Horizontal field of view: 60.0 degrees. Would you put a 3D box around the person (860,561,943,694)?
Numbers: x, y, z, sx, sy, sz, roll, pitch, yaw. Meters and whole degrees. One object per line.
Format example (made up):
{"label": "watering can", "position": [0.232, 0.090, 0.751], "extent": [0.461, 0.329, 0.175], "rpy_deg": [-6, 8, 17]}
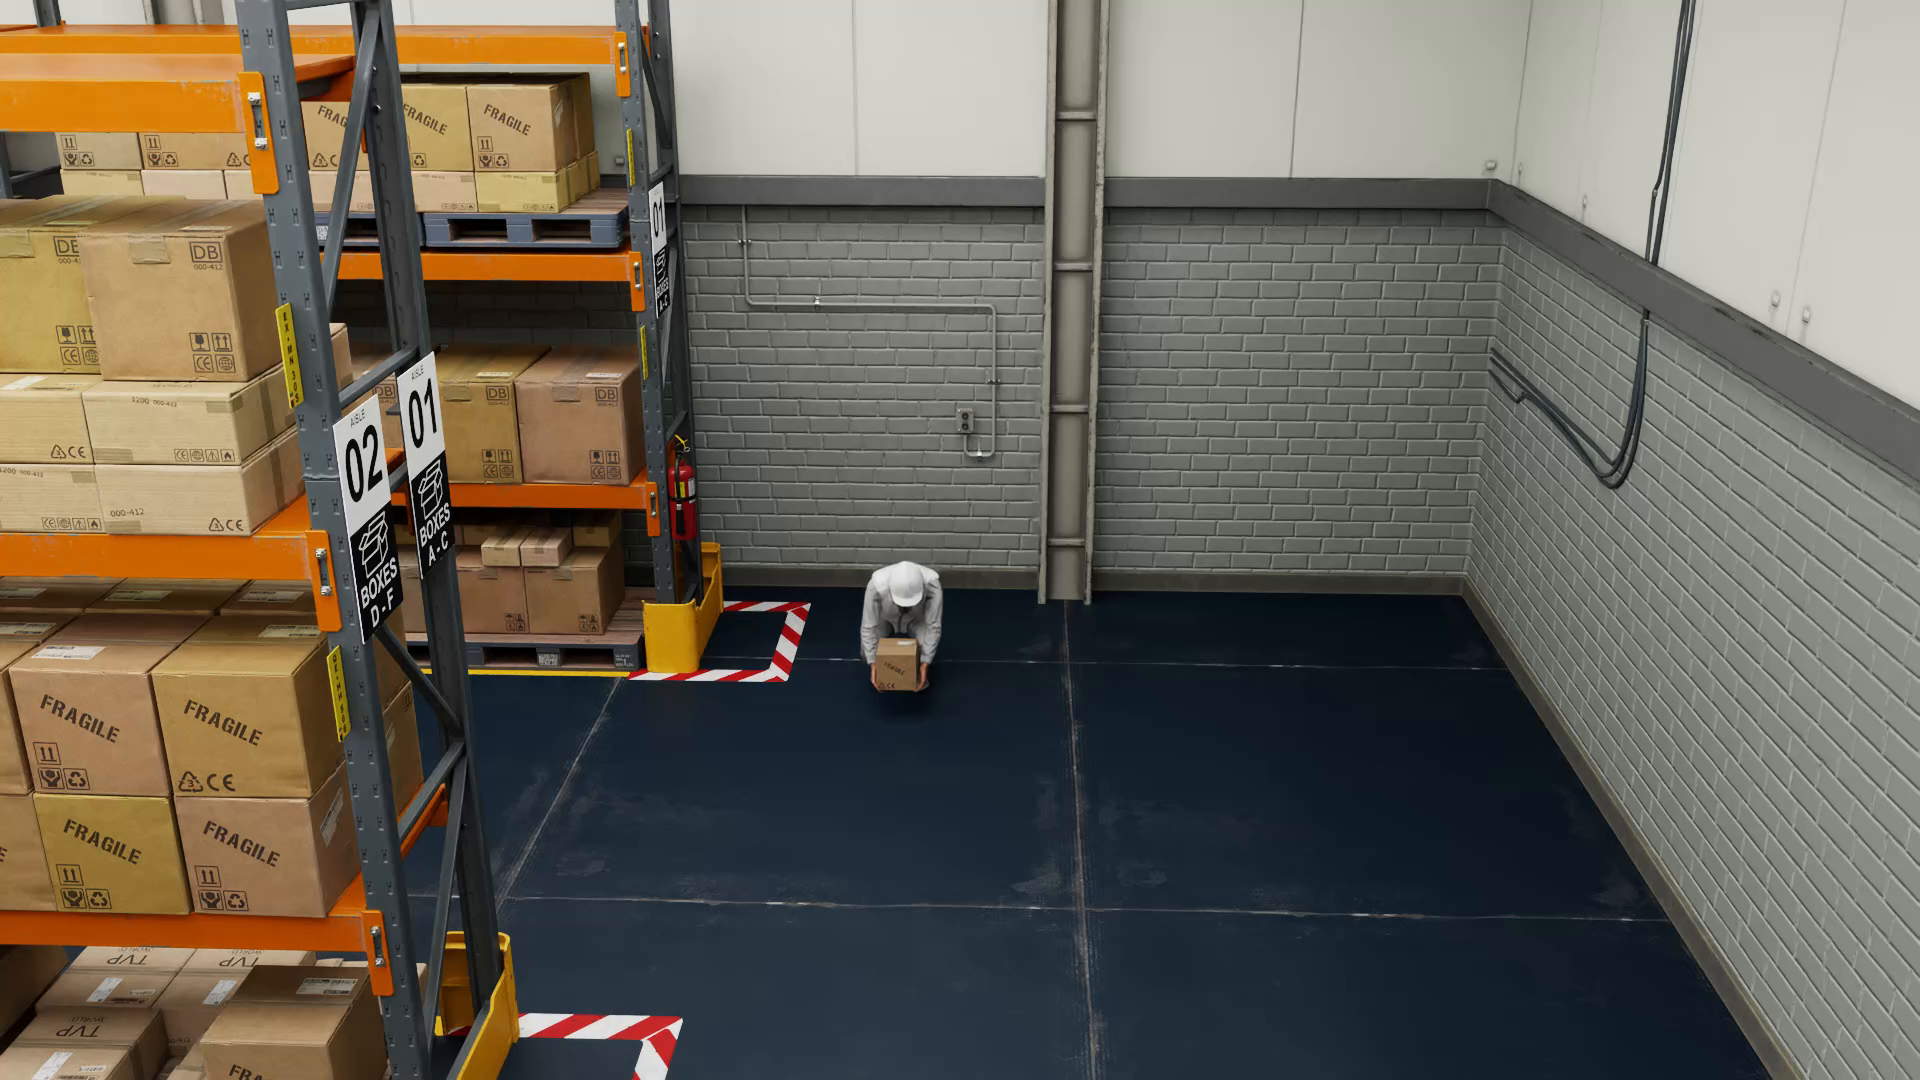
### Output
{"label": "person", "position": [-0.379, 0.505, 10.801], "extent": [0.534, 1.006, 0.867], "rpy_deg": [1, 21, 2]}
